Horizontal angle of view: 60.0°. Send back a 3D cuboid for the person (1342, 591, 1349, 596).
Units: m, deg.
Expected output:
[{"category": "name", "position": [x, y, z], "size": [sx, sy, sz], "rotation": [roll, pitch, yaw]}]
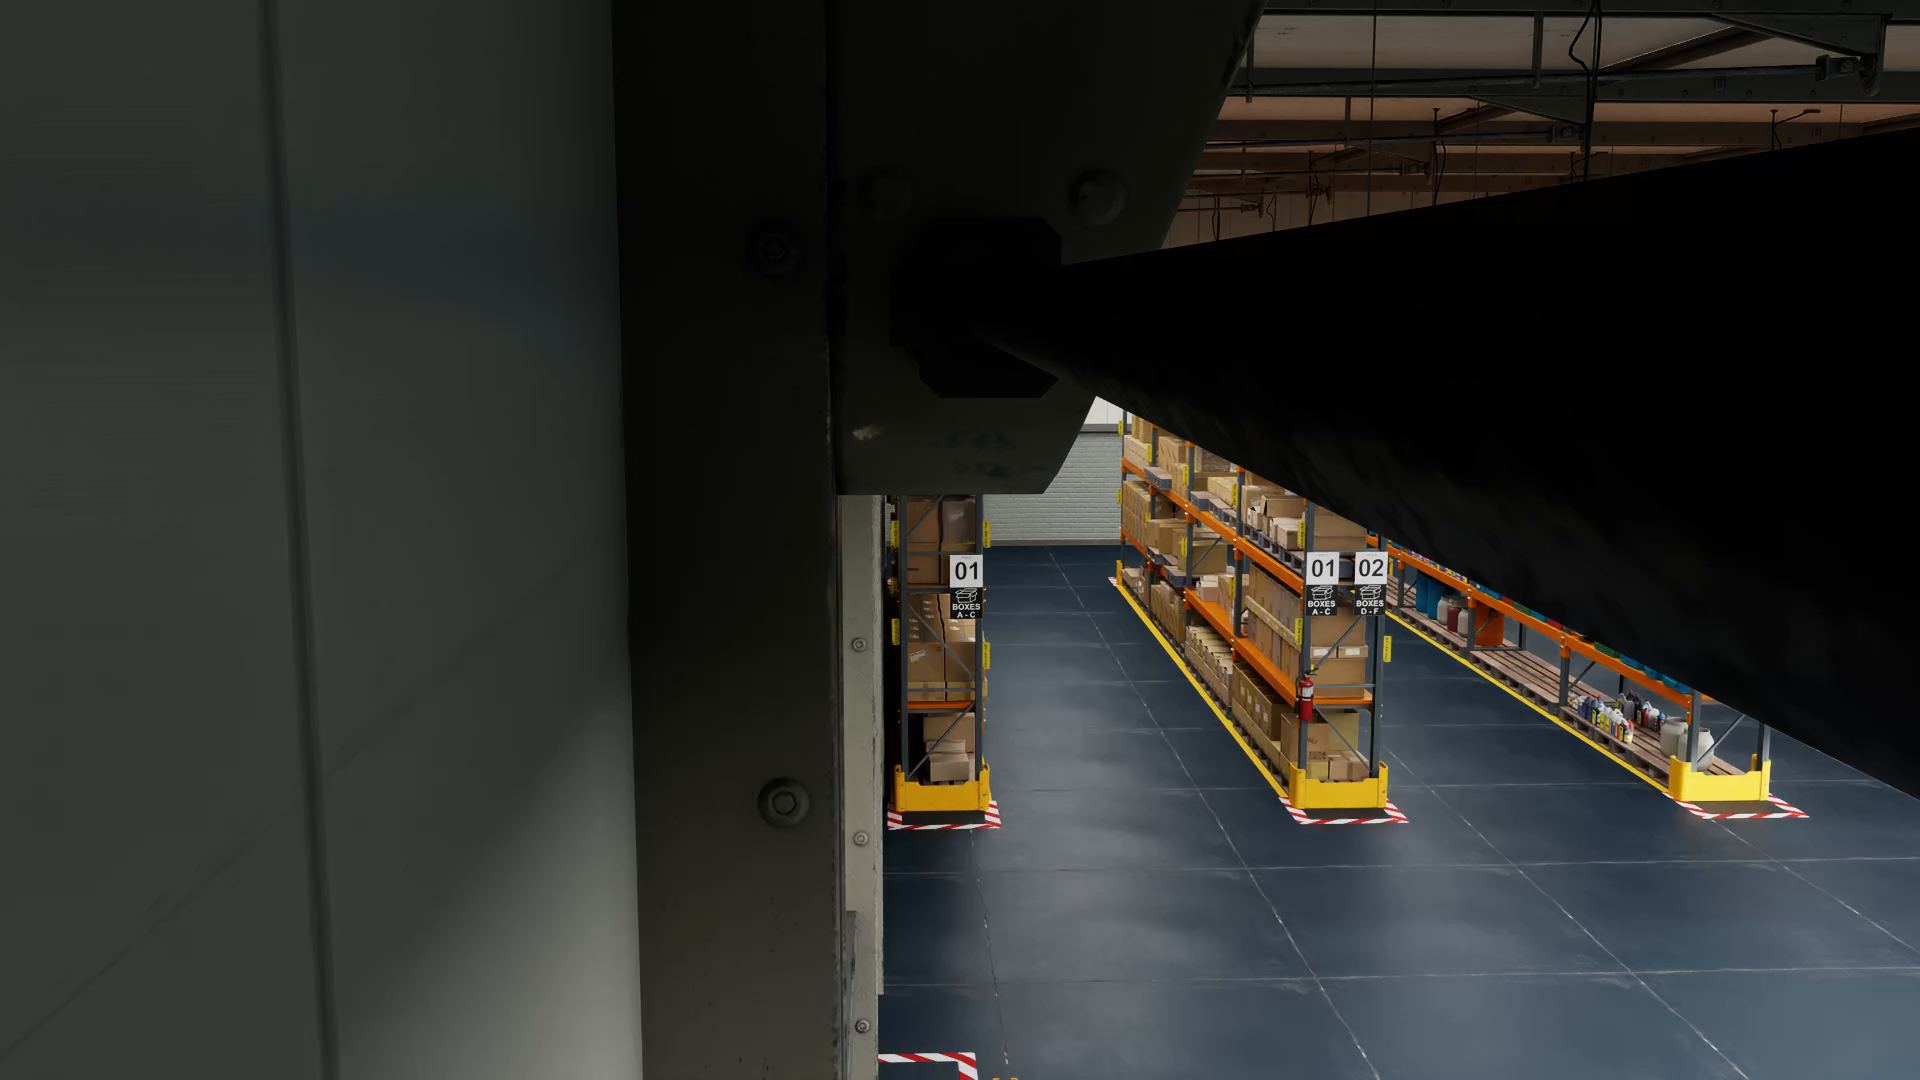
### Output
[{"category": "person", "position": [6.352, 1.497, 28.071], "size": [0.595, 1.413, 0.955], "rotation": [1, 8, 7]}]
